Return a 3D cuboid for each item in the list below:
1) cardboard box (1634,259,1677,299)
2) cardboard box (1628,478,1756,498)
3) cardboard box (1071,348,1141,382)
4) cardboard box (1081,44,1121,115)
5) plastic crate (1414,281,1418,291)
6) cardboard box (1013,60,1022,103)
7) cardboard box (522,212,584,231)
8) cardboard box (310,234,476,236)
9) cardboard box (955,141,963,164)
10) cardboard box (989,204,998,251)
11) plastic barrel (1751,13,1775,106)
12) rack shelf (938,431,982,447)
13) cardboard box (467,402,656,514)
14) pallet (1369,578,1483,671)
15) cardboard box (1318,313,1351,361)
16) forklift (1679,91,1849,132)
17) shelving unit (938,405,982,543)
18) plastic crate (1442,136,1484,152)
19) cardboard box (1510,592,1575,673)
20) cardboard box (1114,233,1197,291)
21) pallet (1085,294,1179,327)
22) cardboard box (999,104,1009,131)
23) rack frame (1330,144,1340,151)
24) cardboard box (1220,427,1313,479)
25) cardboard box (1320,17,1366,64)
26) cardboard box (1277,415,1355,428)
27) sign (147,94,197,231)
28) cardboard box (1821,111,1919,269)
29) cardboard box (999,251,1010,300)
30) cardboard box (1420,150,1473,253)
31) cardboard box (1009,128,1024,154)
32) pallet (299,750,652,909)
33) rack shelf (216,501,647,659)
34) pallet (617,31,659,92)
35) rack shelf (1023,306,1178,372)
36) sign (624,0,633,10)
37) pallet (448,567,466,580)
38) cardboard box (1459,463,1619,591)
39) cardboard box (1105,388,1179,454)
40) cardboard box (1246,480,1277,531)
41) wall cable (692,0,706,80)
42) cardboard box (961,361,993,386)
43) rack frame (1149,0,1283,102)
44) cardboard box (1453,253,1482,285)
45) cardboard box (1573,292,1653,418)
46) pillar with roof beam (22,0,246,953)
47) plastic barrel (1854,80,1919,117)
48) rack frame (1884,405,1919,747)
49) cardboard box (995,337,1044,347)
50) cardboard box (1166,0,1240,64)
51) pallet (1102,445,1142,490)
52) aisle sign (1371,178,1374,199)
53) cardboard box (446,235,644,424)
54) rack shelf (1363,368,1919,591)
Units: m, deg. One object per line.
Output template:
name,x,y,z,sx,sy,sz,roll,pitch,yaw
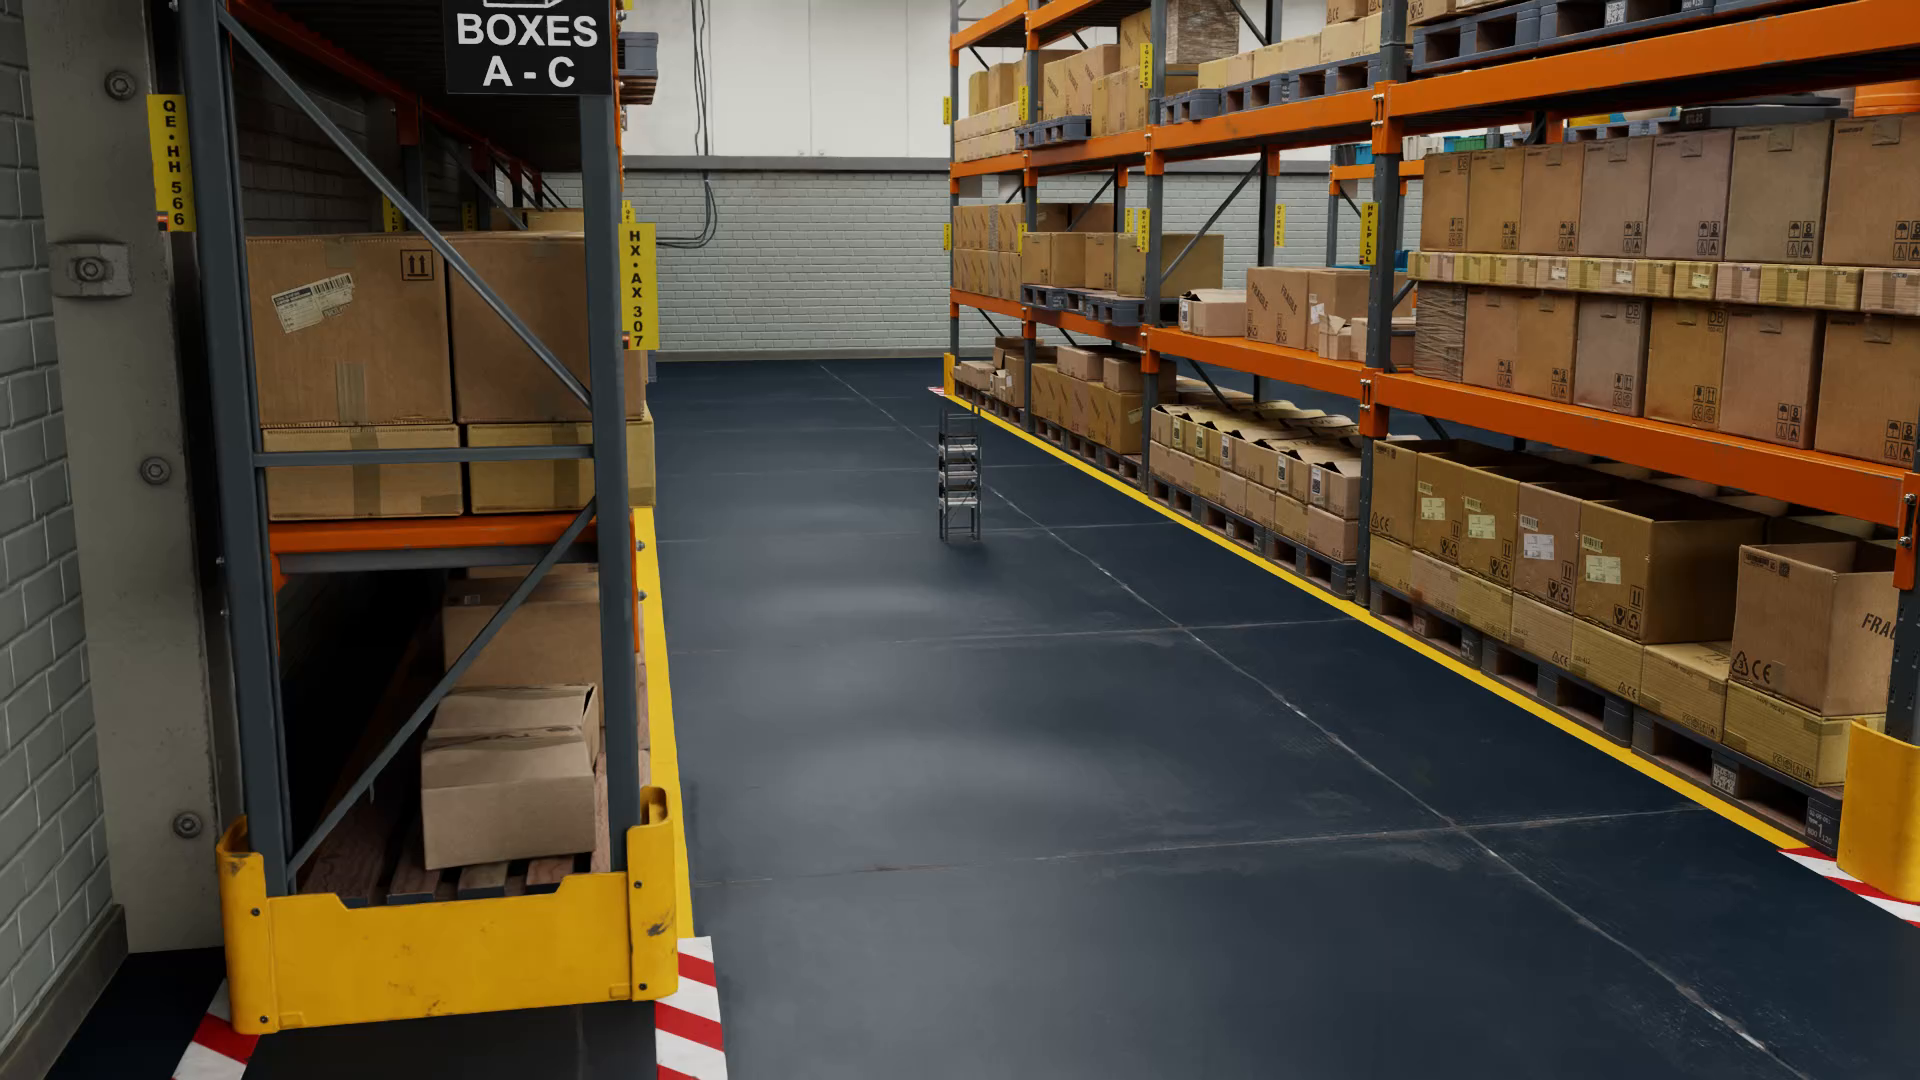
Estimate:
cardboard box,2.977,-1.060,6.739,0.380,0.149,0.250,-2,11,-9
cardboard box,3.317,0.003,7.383,0.500,0.500,0.500,-2,11,-11
cardboard box,1.305,-1.576,14.956,0.500,0.250,0.500,-2,11,-12
cardboard box,1.446,-4.031,14.670,0.600,0.600,0.600,-3,11,-13
plastic crate,5.384,-2.980,19.375,0.293,0.136,0.466,-2,11,-11
cardboard box,0.964,-4.882,17.860,0.700,0.500,0.500,-2,11,-11
cardboard box,-2.749,-2.141,11.243,0.380,0.149,0.250,-4,12,-21
cardboard box,-1.755,-0.686,5.122,0.500,0.500,0.500,-2,11,-10
cardboard box,0.230,-4.622,19.837,0.500,0.250,0.500,-2,11,-11
cardboard box,0.605,-3.402,18.107,0.500,0.500,0.500,-2,11,-11
plastic barrel,6.688,-4.033,14.069,0.600,0.830,0.708,-2,11,-11
rack shelf,-0.002,-0.676,11.076,0.258,0.077,0.200,-2,11,-11
cardboard box,-1.150,-0.248,4.823,0.500,0.250,0.500,-2,11,-13
pallet,2.827,0.392,8.571,1.003,0.211,1.213,-2,11,-11
cardboard box,2.363,-1.213,9.909,0.396,0.266,0.258,-2,11,-12
forklift,4.886,-1.470,11.081,1.130,2.935,3.031,-2,11,-8
shelving unit,-0.002,-0.444,11.120,0.258,0.900,0.210,-2,11,-11
plastic crate,5.527,-4.318,18.287,0.416,0.233,0.300,-2,11,-11
cardboard box,2.794,0.391,7.351,0.500,0.250,0.500,-2,11,-11
cardboard box,1.712,-2.400,14.393,0.700,0.500,0.500,0,11,0
pallet,1.735,-1.886,13.596,1.213,0.211,1.003,-2,11,-11
cardboard box,0.703,-4.409,17.379,0.500,0.250,0.500,-2,11,-11
rack frame,5.239,-6.452,21.029,1.000,3.000,0.127,-2,11,-11
cardboard box,2.058,-0.599,11.051,0.500,0.311,0.500,-2,11,-12
cardboard box,2.494,-2.945,9.903,0.500,0.250,0.500,-3,11,-17
cardboard box,2.482,-0.715,11.660,0.500,0.311,0.500,-2,11,-11
sign,-1.915,-0.918,4.055,0.100,0.325,0.005,-2,11,-11
cardboard box,3.403,-1.173,5.602,0.700,0.500,0.500,-2,11,-11
cardboard box,0.707,-2.818,17.713,0.500,0.500,0.500,-2,11,-9
cardboard box,2.806,-1.730,8.527,0.700,0.500,0.500,-2,11,-11
cardboard box,0.802,-4.072,16.944,0.500,0.250,0.500,-2,11,-11
pallet,-1.505,0.995,5.403,1.003,0.211,1.213,-2,11,-11
rack shelf,-1.756,-0.224,6.274,1.077,0.370,4.000,-2,11,-11
pallet,-2.160,-2.442,8.486,1.213,0.211,1.003,-2,11,-11
rack shelf,1.547,-1.872,14.933,1.077,0.370,4.000,-2,11,-11
sign,-1.614,-2.693,7.916,0.100,0.325,0.005,-2,11,-11
pallet,-2.297,0.283,9.145,1.003,0.211,1.213,-2,11,-11
cardboard box,2.692,-0.069,7.762,0.500,0.500,0.500,-2,11,-11
cardboard box,1.524,-1.010,13.988,0.500,0.500,0.500,-2,11,-9
cardboard box,2.152,-0.233,10.627,0.500,0.250,0.500,-2,11,-10
wall cable,-2.574,-8.196,24.990,3.097,2.526,0.112,-2,11,-11
cardboard box,0.305,-1.989,19.803,0.500,0.250,0.500,-2,11,-11
rack frame,1.936,-4.806,12.378,1.000,3.000,0.127,-2,11,-11
cardboard box,2.677,-1.343,8.228,0.380,0.149,0.250,-2,11,-13
cardboard box,3.110,-0.810,7.164,0.700,0.500,0.500,-2,11,-9
pillar with roof beam,1.872,-3.411,5.051,9.100,9.000,0.400,-2,11,-11
plastic barrel,6.869,-3.444,12.098,0.600,0.830,0.708,-2,11,-11
rack frame,3.492,-0.391,5.230,1.000,3.000,0.127,-2,11,-11
cardboard box,0.727,-2.223,20.363,0.500,0.500,0.500,-2,11,-11
cardboard box,1.857,-3.953,12.977,0.500,0.500,0.500,-2,11,-11
pallet,1.828,-0.627,13.926,1.003,0.211,1.213,-2,11,-11
aisle sign,5.513,-4.806,21.472,0.394,0.787,0.004,-2,11,-11
cardboard box,-1.165,-0.613,4.739,0.500,0.500,0.500,-2,11,-11
rack shelf,3.103,-0.405,7.224,1.077,0.370,4.000,-2,11,-11
